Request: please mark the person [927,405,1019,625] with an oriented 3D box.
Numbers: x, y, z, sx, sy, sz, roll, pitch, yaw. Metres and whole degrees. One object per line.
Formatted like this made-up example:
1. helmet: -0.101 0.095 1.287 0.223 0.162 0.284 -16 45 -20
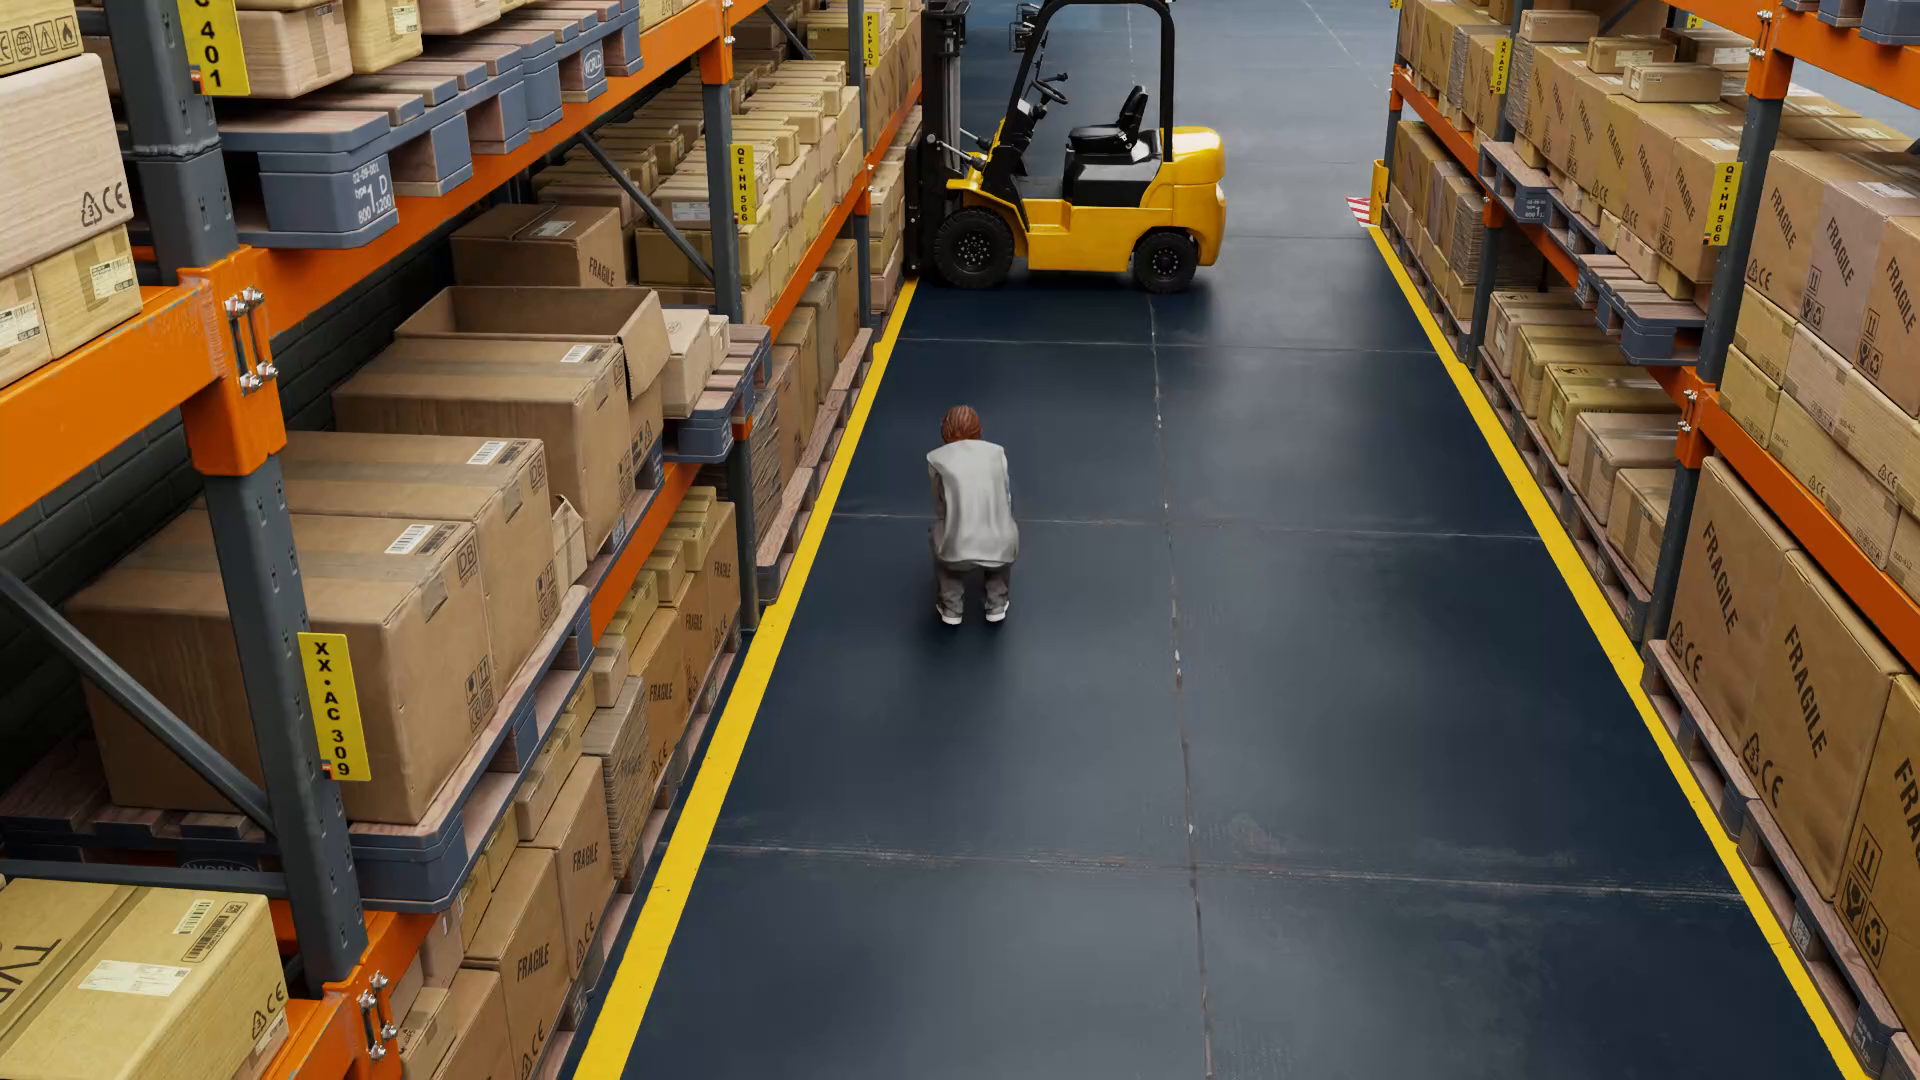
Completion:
1. person: 0.060 -0.107 7.695 0.425 0.896 0.825 0 25 -1
